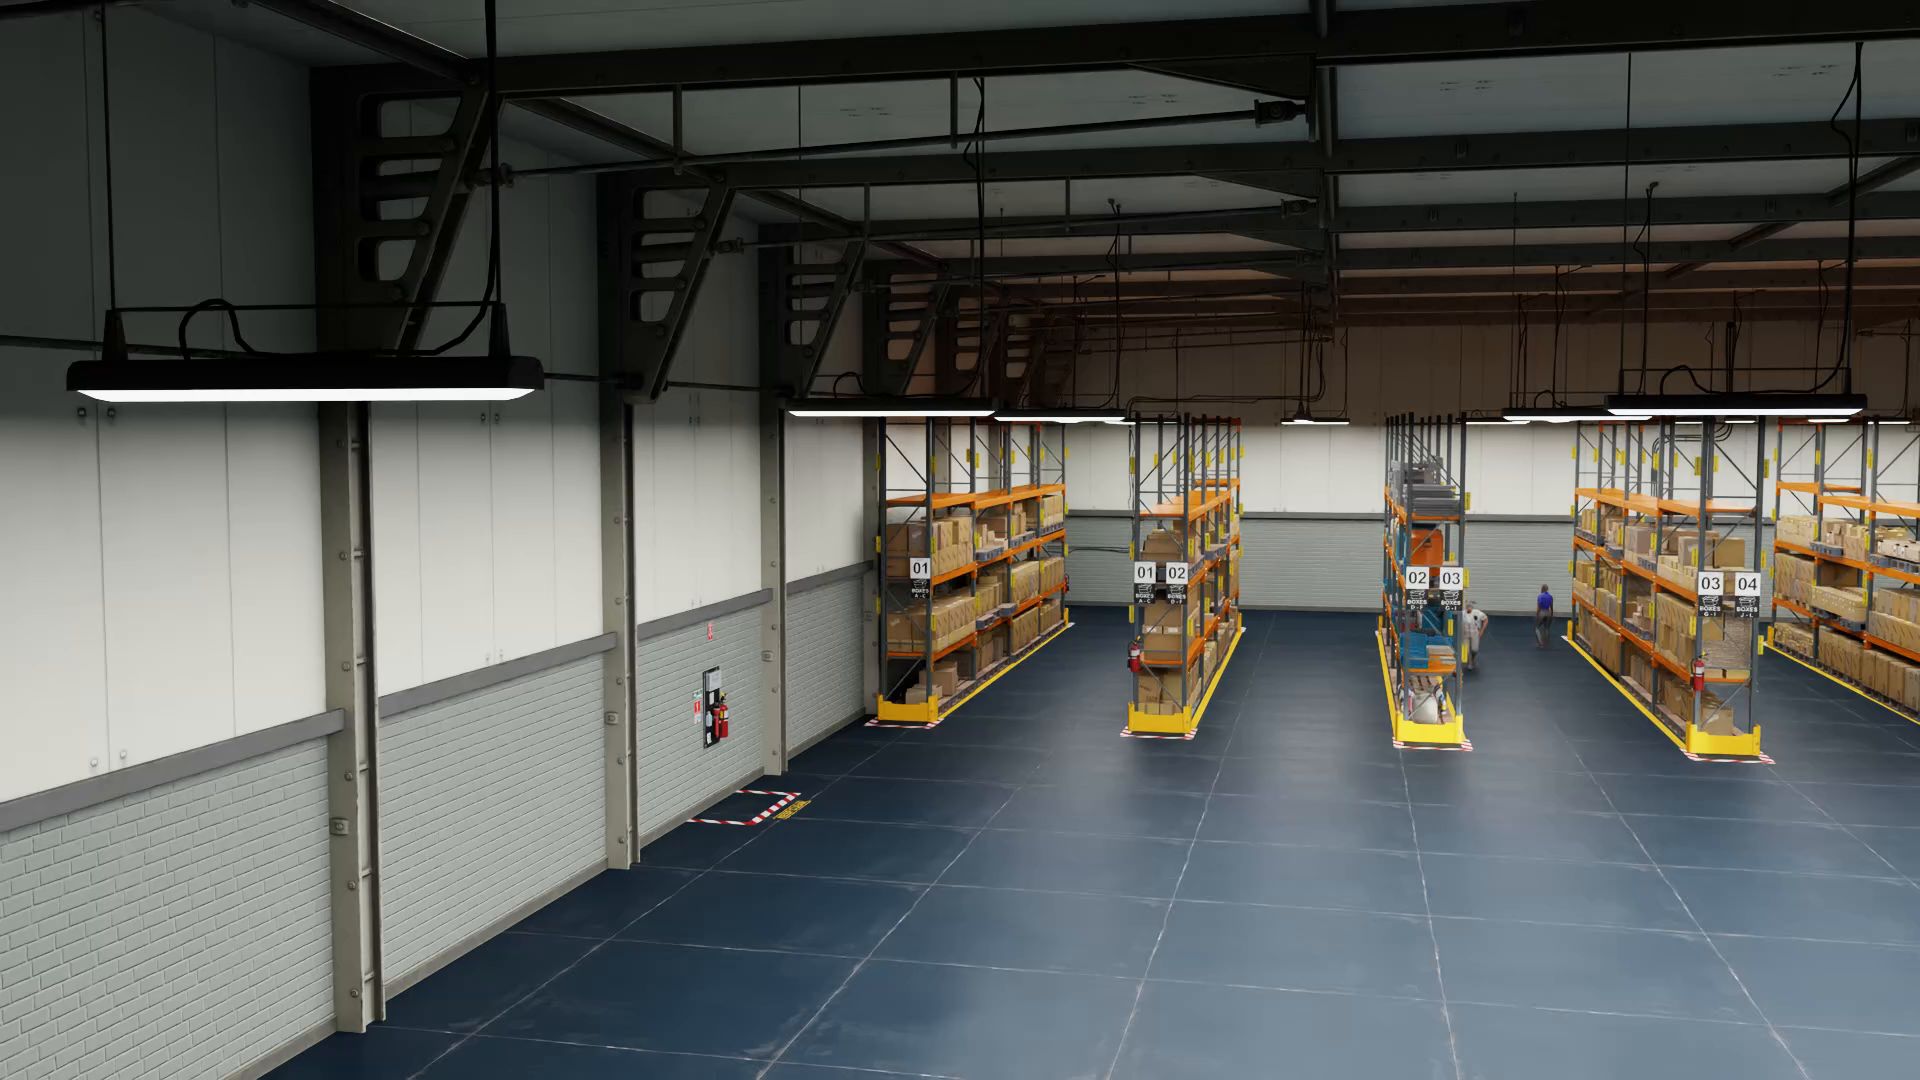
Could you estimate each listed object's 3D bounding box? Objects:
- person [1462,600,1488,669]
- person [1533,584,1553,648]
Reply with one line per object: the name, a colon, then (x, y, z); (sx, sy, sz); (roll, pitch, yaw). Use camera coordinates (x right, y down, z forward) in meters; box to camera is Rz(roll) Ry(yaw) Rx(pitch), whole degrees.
person: (12.122, 2.225, 39.338); (0.716, 1.684, 0.713); (2, 4, 22)
person: (15.157, 1.994, 43.186); (0.500, 1.695, 0.358); (-1, 4, -13)
